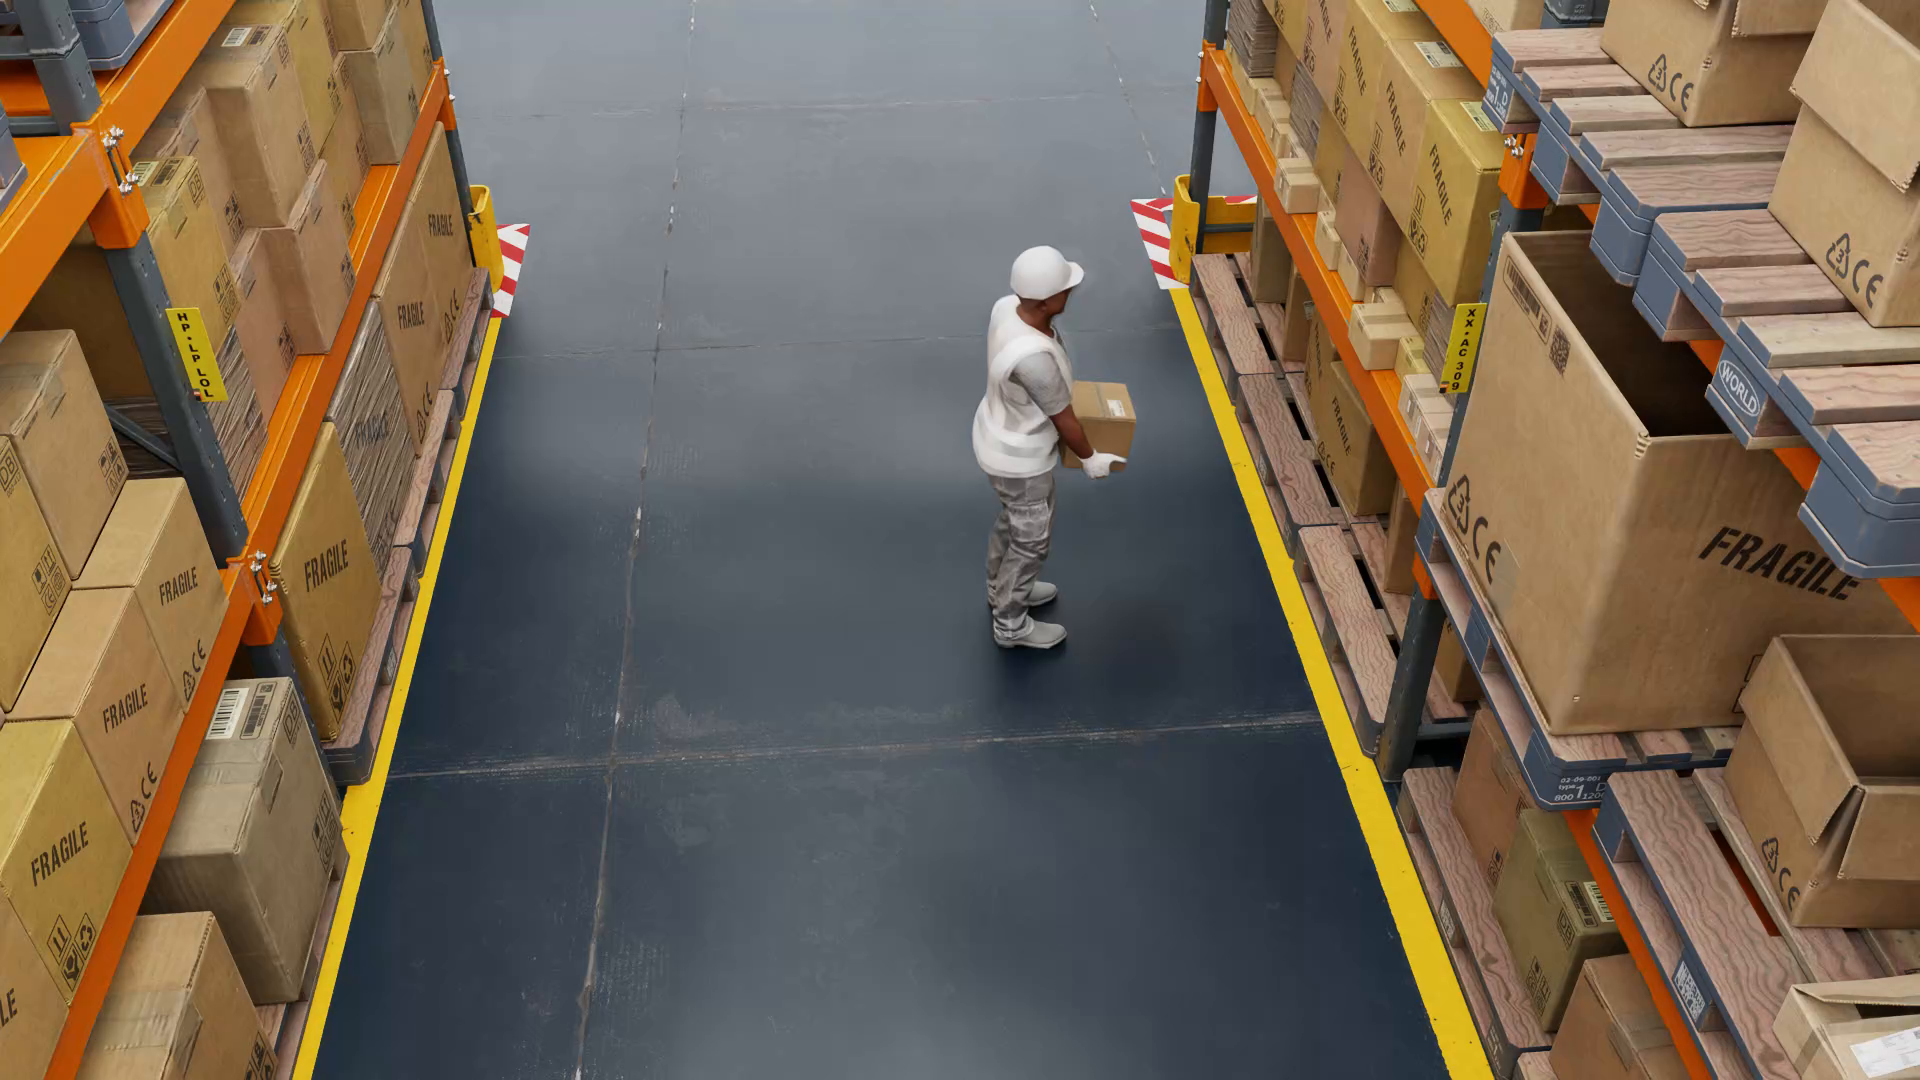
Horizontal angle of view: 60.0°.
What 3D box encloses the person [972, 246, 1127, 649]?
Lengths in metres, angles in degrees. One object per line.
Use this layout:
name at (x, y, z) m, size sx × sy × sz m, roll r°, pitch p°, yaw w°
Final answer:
person at (0.345, -0.367, 6.597) m, size 0.588 × 1.778 × 0.491 m, roll -4°, pitch 39°, yaw -5°
